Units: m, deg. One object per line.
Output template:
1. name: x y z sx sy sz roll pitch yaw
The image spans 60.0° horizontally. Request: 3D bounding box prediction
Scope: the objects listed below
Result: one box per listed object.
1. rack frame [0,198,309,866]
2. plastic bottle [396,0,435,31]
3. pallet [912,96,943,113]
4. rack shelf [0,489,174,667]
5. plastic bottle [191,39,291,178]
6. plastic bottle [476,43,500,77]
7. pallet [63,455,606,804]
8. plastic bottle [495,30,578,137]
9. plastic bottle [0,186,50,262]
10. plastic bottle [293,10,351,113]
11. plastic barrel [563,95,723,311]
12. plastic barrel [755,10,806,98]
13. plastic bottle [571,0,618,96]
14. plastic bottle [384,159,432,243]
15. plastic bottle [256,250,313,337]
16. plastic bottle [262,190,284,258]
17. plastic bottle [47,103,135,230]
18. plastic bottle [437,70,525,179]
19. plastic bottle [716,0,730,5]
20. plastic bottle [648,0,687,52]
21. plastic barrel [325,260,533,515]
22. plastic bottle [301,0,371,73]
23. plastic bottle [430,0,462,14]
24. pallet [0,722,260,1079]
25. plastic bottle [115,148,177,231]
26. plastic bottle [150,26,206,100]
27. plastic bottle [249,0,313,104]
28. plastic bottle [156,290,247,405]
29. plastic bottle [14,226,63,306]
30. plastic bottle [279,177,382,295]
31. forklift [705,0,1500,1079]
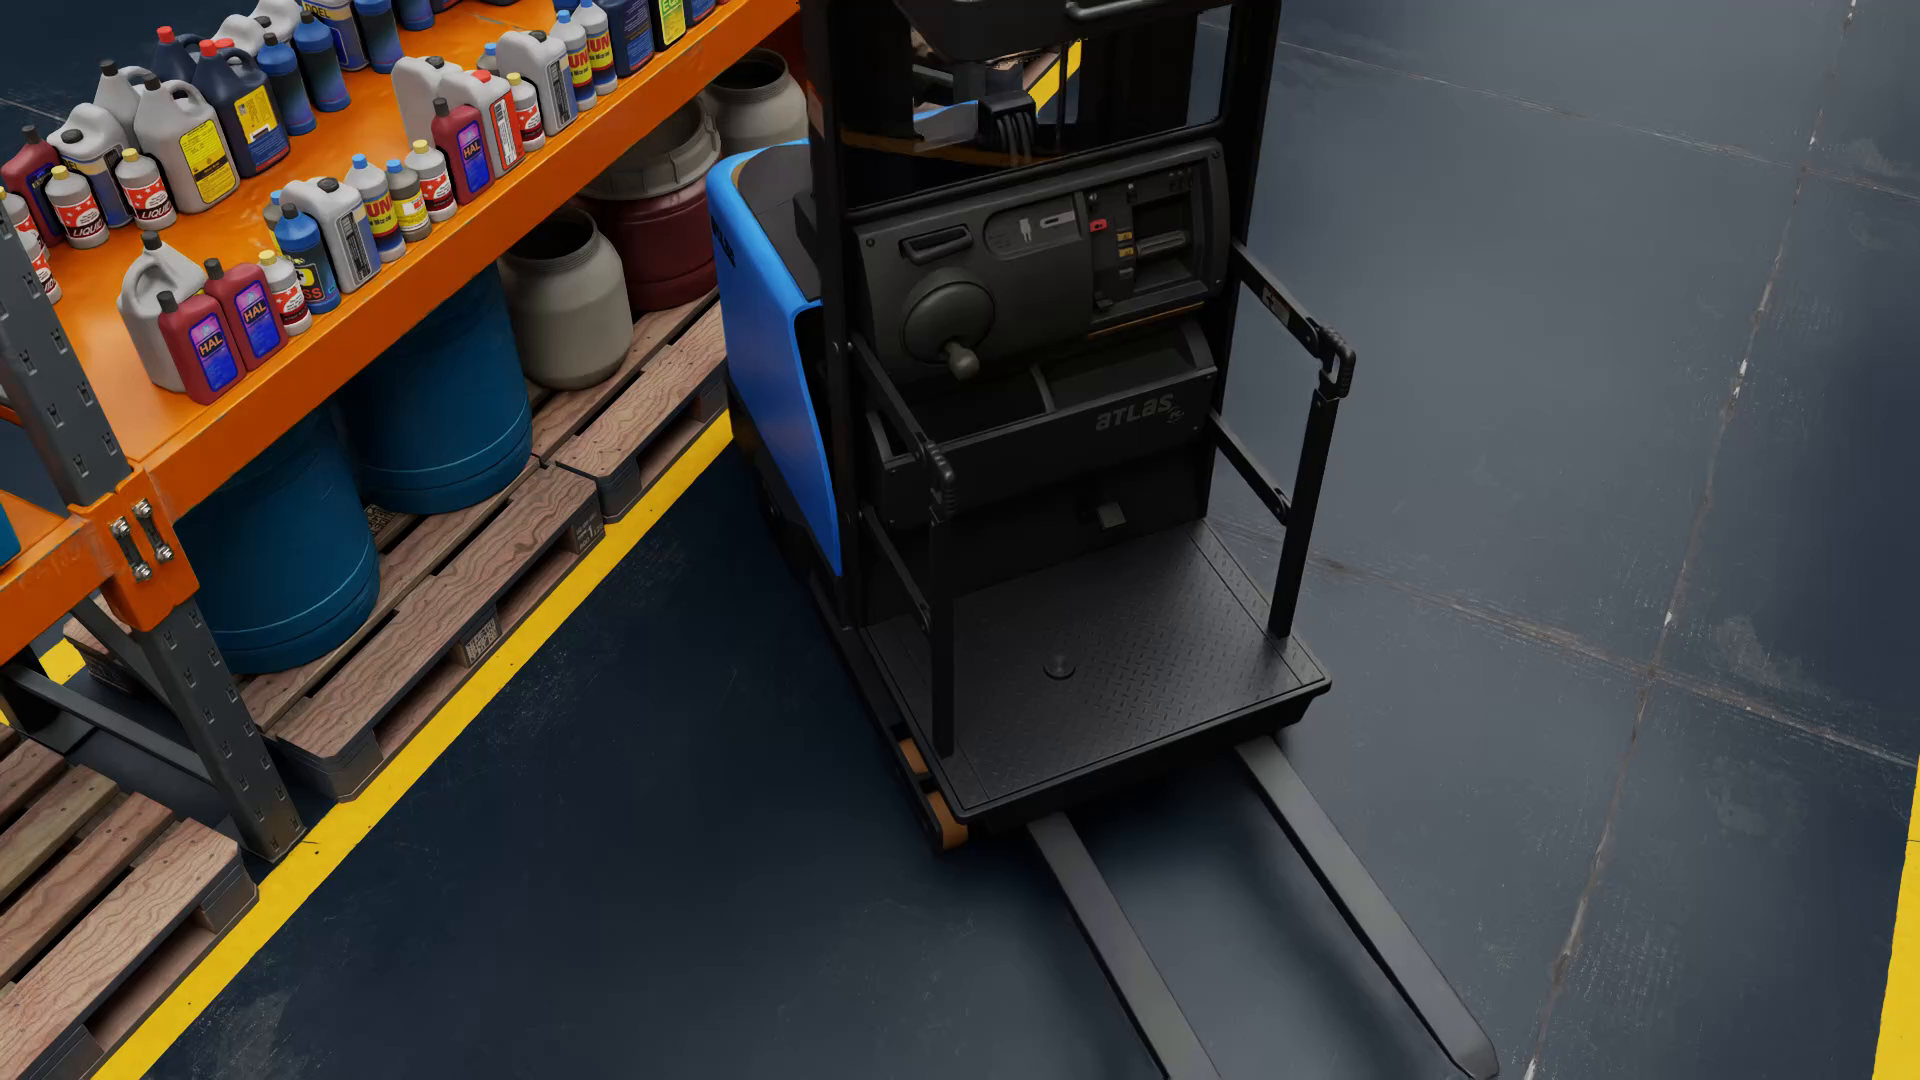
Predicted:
1. rack frame: -2.224 -0.396 3.532 1.000 3.000 0.127 20 49 19
2. plastic bottle: -1.609 -1.630 4.843 0.097 0.271 0.097 0 45 0
3. pallet: -0.697 -1.425 6.510 1.003 0.211 1.213 20 49 19
4. rack shelf: -3.153 1.117 2.543 1.077 0.370 4.000 20 49 19
5. plastic bottle: -1.874 -1.134 4.297 0.144 0.351 0.185 20 49 19
6. plastic bottle: -1.254 -1.251 4.517 0.097 0.201 0.097 0 45 0
7. pallet: -1.829 0.112 4.991 1.003 0.211 1.213 20 49 19
8. plastic bottle: -1.135 -1.247 4.461 0.152 0.276 0.135 20 49 19
9. plastic bottle: -2.298 -0.763 4.035 0.097 0.201 0.097 0 45 0
10. plastic bottle: -1.742 -1.309 4.525 0.097 0.271 0.097 0 45 0
11. plastic barrel: -1.104 -1.190 5.718 0.600 0.588 0.708 20 49 19
12. plastic barrel: -0.580 -1.986 6.335 0.600 0.830 0.708 20 49 19
13. plastic bottle: -1.011 -1.371 4.586 0.097 0.271 0.097 0 45 0
14. plastic bottle: -1.379 -0.847 4.118 0.097 0.201 0.097 0 45 0
15. plastic bottle: -1.577 -0.579 3.853 0.097 0.201 0.097 0 45 0
16. plastic bottle: -1.621 -0.752 4.024 0.097 0.201 0.097 0 45 0
17. plastic bottle: -2.158 -0.937 4.155 0.152 0.276 0.135 20 49 19
18. plastic bottle: -1.242 -1.101 4.317 0.152 0.276 0.135 20 49 19
19. plastic bottle: -0.708 -1.759 4.961 0.061 0.283 0.133 20 49 19
20. plastic bottle: -0.856 -1.558 4.763 0.061 0.283 0.133 20 49 19
21. plastic barrel: -1.628 -0.589 4.903 0.600 0.901 0.708 20 49 19
22. plastic bottle: -1.754 -1.486 4.697 0.152 0.276 0.135 20 49 19
23. plastic bottle: -1.576 -1.759 4.915 0.144 0.351 0.185 20 49 19
24. pallet: -2.531 1.061 4.053 1.003 0.211 1.213 20 49 19
25. plastic bottle: -2.039 -0.882 4.152 0.097 0.201 0.097 0 45 0
26. plastic bottle: -2.002 -1.182 4.344 0.144 0.351 0.185 20 49 19
27. plastic bottle: -1.862 -1.340 4.552 0.152 0.276 0.135 20 49 19
28. plastic bottle: -1.676 -0.445 3.663 0.061 0.283 0.133 20 49 19
29. plastic bottle: -2.209 -0.651 3.924 0.097 0.201 0.097 0 45 0
30. plastic bottle: -1.502 -0.748 3.968 0.152 0.276 0.135 20 49 19
31. forklift: 0.301 -0.560 3.743 1.130 2.935 3.031 -17 48 -17
